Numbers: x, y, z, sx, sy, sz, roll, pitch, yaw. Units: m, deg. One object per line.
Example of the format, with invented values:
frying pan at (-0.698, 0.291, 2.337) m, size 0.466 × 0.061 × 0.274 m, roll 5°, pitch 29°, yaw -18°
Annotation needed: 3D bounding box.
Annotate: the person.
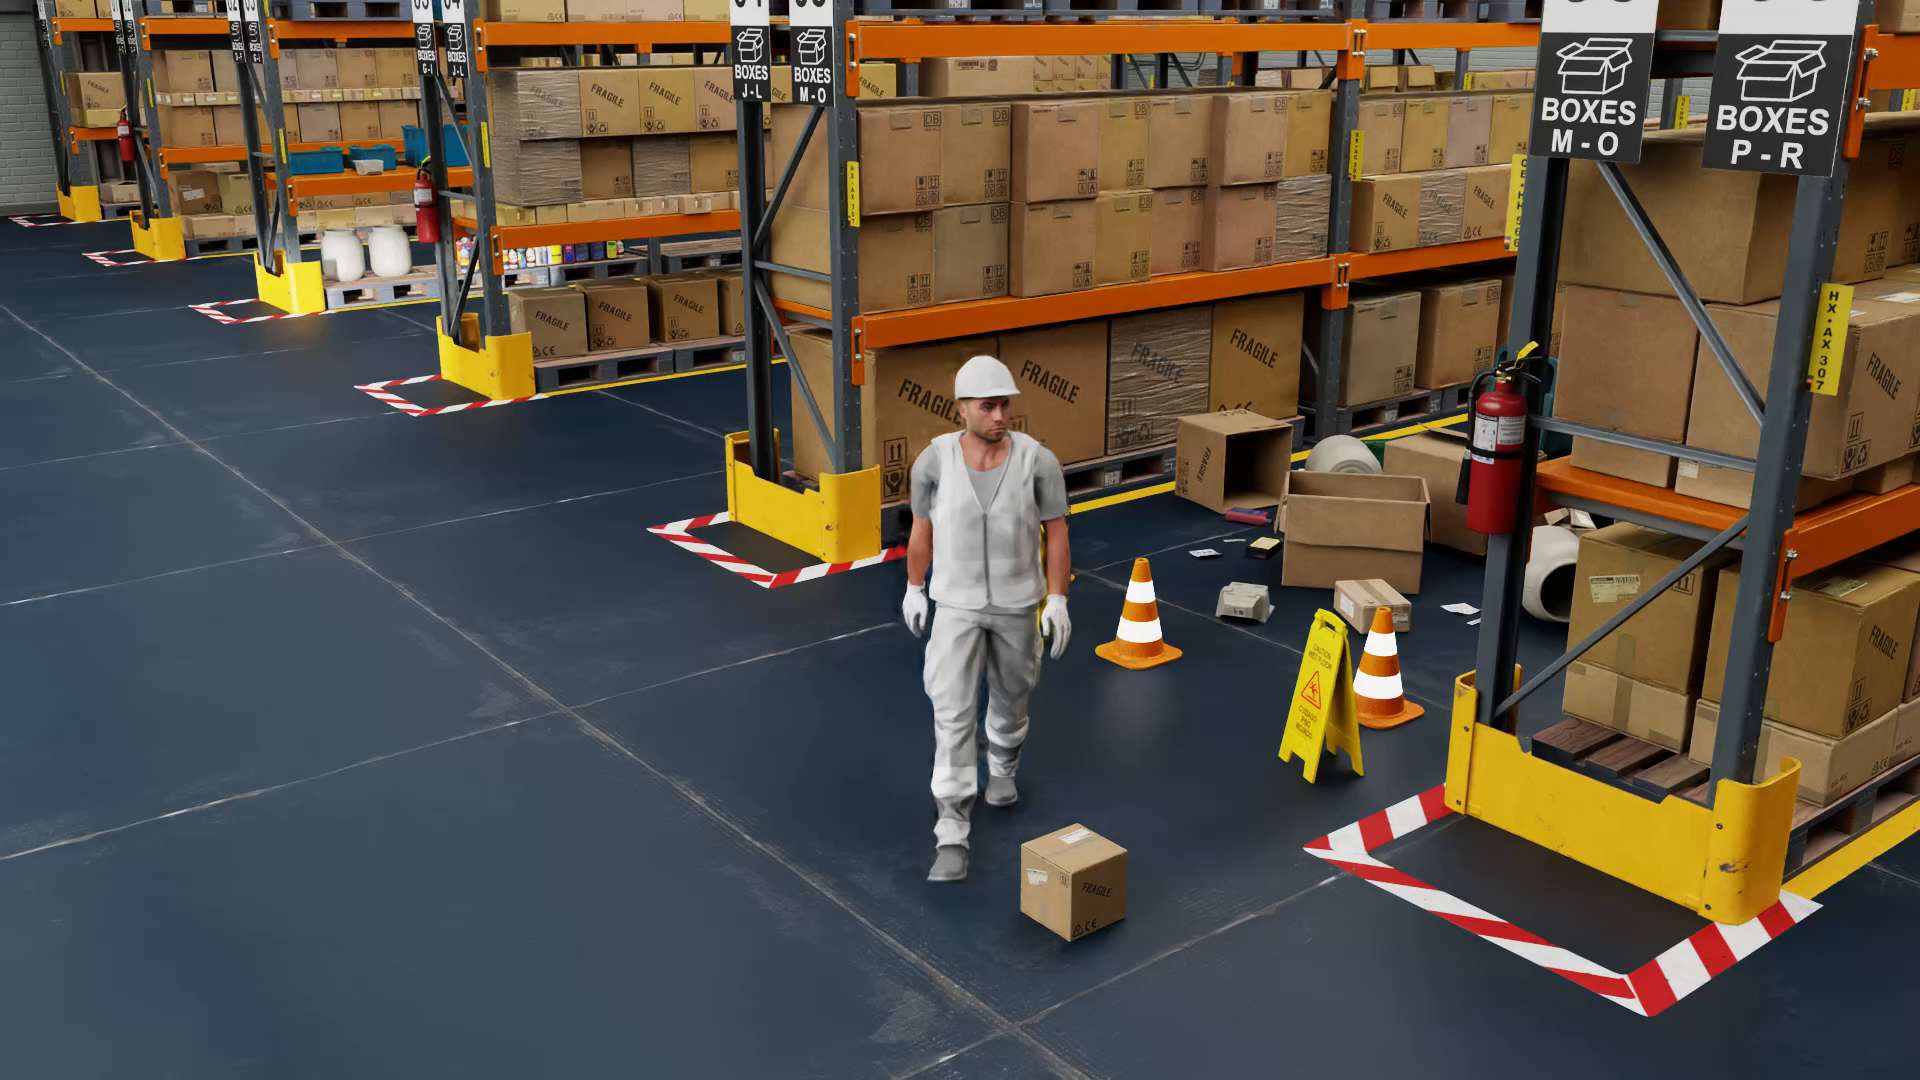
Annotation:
person at (0.095, 0.247, 5.695) m, size 0.574 × 1.729 × 1.016 m, roll -1°, pitch 18°, yaw -3°
